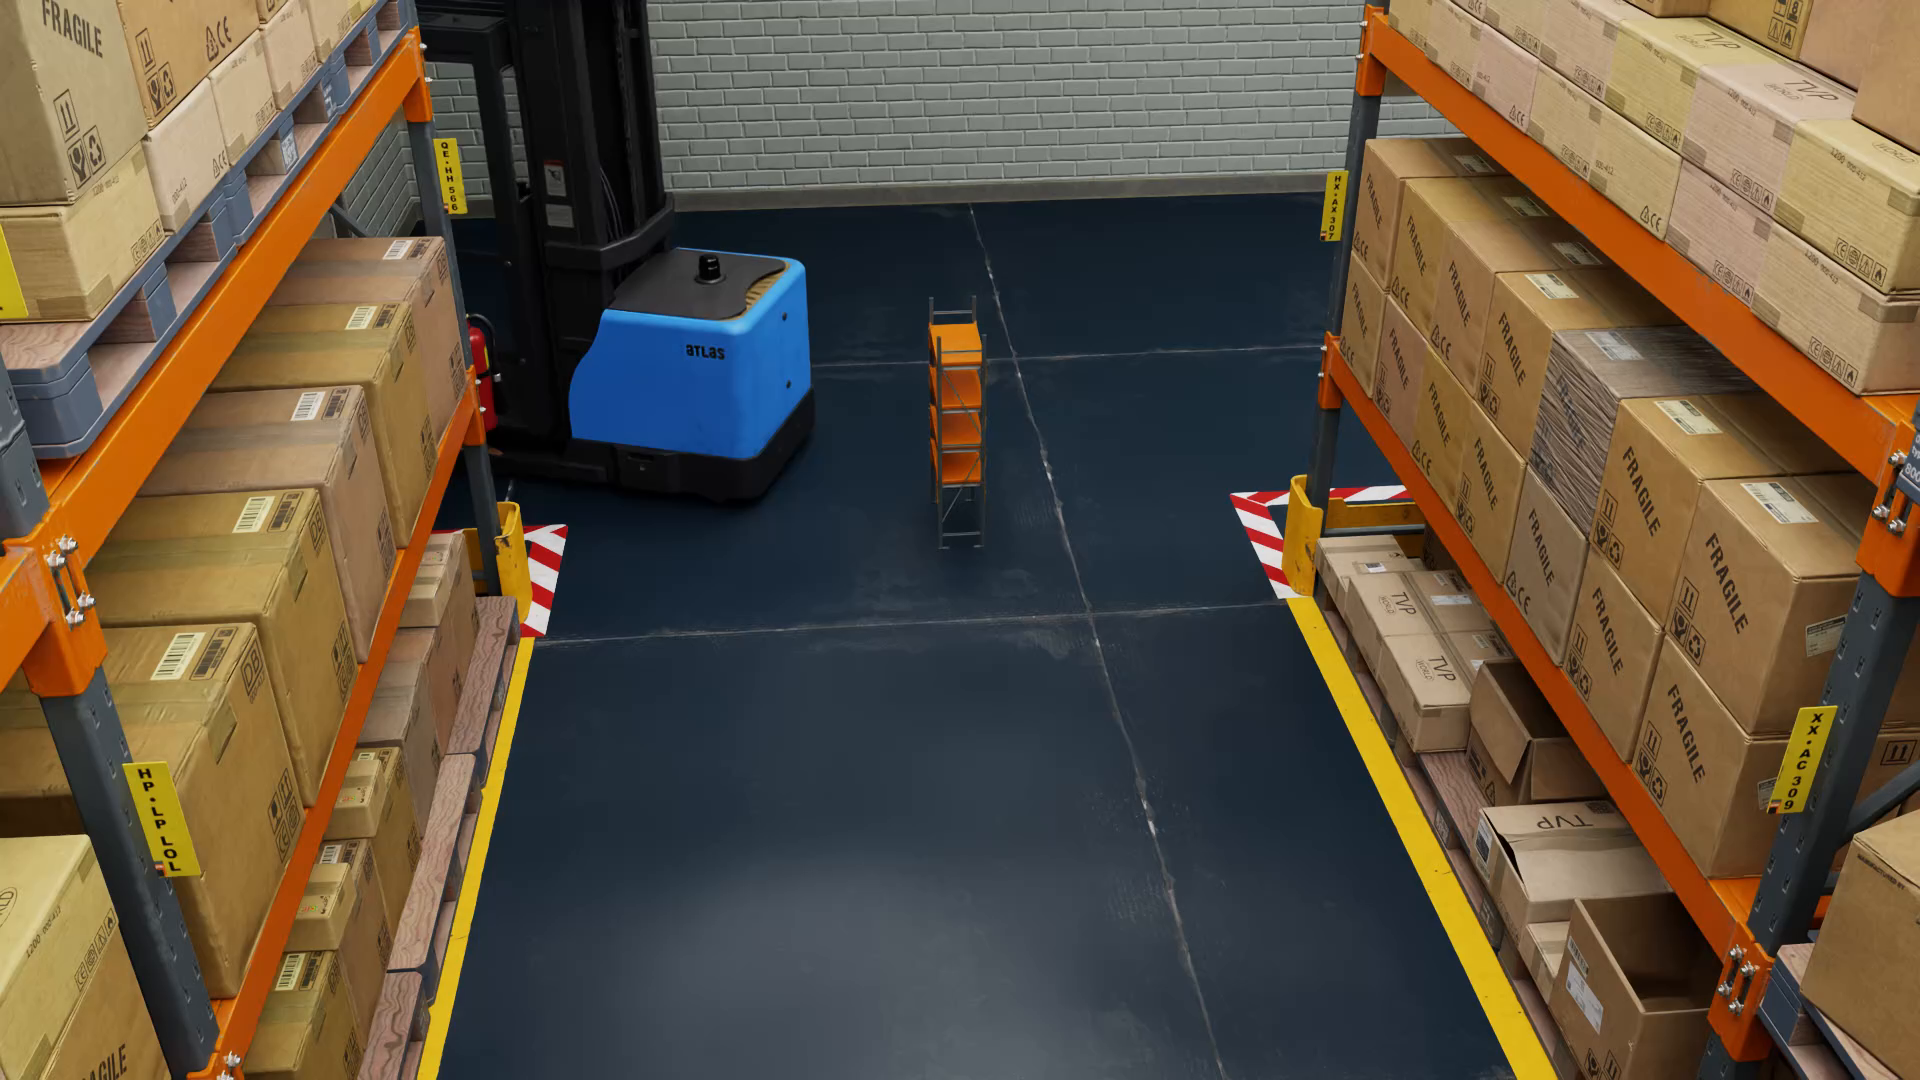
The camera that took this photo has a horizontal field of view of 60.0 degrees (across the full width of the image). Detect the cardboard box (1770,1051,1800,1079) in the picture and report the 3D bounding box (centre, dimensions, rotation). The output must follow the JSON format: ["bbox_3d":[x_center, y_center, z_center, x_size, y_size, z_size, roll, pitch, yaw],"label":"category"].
[{"bbox_3d":[2.781,1.624,5.299,0.500,0.311,0.500,-3,31,-5],"label":"cardboard box"}]

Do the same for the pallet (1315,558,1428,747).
[{"bbox_3d":[2.313,0.484,7.734,1.003,0.211,1.213,-3,31,-5],"label":"pallet"}]

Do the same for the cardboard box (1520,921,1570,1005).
[{"bbox_3d":[2.174,1.452,5.745,0.380,0.149,0.250,-3,31,-5],"label":"cardboard box"}]

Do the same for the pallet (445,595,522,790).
[{"bbox_3d":[-2.548,0.682,7.403,1.003,0.211,1.213,-3,31,-5],"label":"pallet"}]

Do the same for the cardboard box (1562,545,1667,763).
[{"bbox_3d":[2.253,0.334,5.168,0.500,0.500,0.500,-2,31,-3],"label":"cardboard box"}]

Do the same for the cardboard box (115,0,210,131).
[{"bbox_3d":[-2.169,-1.286,3.960,0.500,0.500,0.500,-3,31,-6],"label":"cardboard box"}]

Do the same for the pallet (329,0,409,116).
[{"bbox_3d":[-2.621,-1.791,5.985,1.003,0.211,1.213,-3,31,-5],"label":"pallet"}]

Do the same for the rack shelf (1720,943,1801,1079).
[{"bbox_3d":[2.791,2.213,2.822,1.077,0.370,4.000,-3,31,-5],"label":"rack shelf"}]

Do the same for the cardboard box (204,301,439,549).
[{"bbox_3d":[-2.564,-0.418,6.232,0.980,0.700,0.700,-3,31,-5],"label":"cardboard box"}]

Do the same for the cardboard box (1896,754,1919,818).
[{"bbox_3d":[2.828,0.567,4.779,0.500,0.500,0.500,-2,31,-3],"label":"cardboard box"}]

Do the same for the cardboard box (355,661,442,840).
[{"bbox_3d":[-2.442,0.838,6.451,0.700,0.500,0.500,-4,31,-6],"label":"cardboard box"}]

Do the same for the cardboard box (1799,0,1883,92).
[{"bbox_3d":[2.615,-1.386,4.147,0.700,0.500,0.500,-3,31,-5],"label":"cardboard box"}]

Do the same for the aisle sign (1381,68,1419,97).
[{"bbox_3d":[1.932,-2.296,7.134,0.394,0.787,0.004,-3,31,-5],"label":"aisle sign"}]

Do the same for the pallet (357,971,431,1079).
[{"bbox_3d":[-2.320,1.927,5.317,1.003,0.211,1.213,-3,31,-5],"label":"pallet"}]

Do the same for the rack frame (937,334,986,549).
[{"bbox_3d":[0.007,-0.475,8.375,0.240,1.200,0.015,-3,31,-5],"label":"rack frame"}]

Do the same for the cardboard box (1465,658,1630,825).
[{"bbox_3d":[2.424,0.807,6.479,0.797,0.503,0.637,-3,31,-5],"label":"cardboard box"}]

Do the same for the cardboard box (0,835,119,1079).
[{"bbox_3d":[-2.029,0.847,3.268,0.500,0.250,0.500,-2,31,-3],"label":"cardboard box"}]

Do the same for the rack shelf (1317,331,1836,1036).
[{"bbox_3d":[2.418,0.171,6.241,1.077,0.370,4.000,-3,31,-5],"label":"rack shelf"}]

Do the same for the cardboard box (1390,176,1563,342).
[{"bbox_3d":[2.066,-1.126,6.637,0.500,0.500,0.500,-2,31,-4],"label":"cardboard box"}]

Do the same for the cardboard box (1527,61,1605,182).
[{"bbox_3d":[2.161,-1.342,5.293,0.500,0.250,0.500,-3,31,-5],"label":"cardboard box"}]

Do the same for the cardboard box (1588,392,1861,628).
[{"bbox_3d":[2.249,-0.096,4.914,0.500,0.500,0.500,-3,31,-6],"label":"cardboard box"}]

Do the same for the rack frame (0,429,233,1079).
[{"bbox_3d":[-2.327,1.122,3.946,1.000,3.000,0.127,-3,31,-5],"label":"rack frame"}]

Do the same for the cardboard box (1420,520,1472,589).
[{"bbox_3d":[2.527,-0.009,7.849,0.500,0.500,0.500,-3,31,-5],"label":"cardboard box"}]

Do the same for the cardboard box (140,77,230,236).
[{"bbox_3d":[-2.163,-0.951,4.131,0.500,0.250,0.500,-3,31,-6],"label":"cardboard box"}]

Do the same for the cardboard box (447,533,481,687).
[{"bbox_3d":[-2.536,0.325,7.308,0.700,0.500,0.500,-3,31,-5],"label":"cardboard box"}]

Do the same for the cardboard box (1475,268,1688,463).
[{"bbox_3d":[2.156,-0.611,5.775,0.500,0.500,0.500,-3,31,-5],"label":"cardboard box"}]

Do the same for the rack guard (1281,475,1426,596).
[{"bbox_3d":[2.238,-0.047,8.342,1.175,0.500,0.348,-3,31,-5],"label":"rack guard"}]

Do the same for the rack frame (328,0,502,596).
[{"bbox_3d":[-2.701,-0.920,7.365,1.000,3.000,0.127,-3,31,-5],"label":"rack frame"}]

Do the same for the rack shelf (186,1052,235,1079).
[{"bbox_3d":[-2.140,2.452,2.421,1.077,0.370,4.000,-3,31,-5],"label":"rack shelf"}]

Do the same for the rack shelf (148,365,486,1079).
[{"bbox_3d":[-2.514,0.410,5.840,1.077,0.370,4.000,-3,31,-5],"label":"rack shelf"}]

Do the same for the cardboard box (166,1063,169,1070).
[{"bbox_3d":[-2.479,1.433,4.821,0.380,0.149,0.250,-3,31,-5],"label":"cardboard box"}]

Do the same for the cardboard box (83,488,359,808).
[{"bbox_3d":[-2.424,0.343,4.959,0.980,0.700,0.700,-4,31,-6],"label":"cardboard box"}]

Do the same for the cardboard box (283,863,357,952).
[{"bbox_3d":[-2.145,1.166,5.268,0.380,0.149,0.250,-2,31,-3],"label":"cardboard box"}]

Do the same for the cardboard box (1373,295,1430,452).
[{"bbox_3d":[2.063,-0.700,6.899,0.500,0.500,0.500,-3,31,-5],"label":"cardboard box"}]

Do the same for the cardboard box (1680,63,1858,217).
[{"bbox_3d":[2.245,-1.046,4.309,0.500,0.250,0.500,-3,31,-5],"label":"cardboard box"}]

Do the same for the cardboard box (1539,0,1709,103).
[{"bbox_3d":[2.155,-1.556,5.164,0.500,0.250,0.500,-3,31,-5],"label":"cardboard box"}]

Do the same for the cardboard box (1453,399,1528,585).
[{"bbox_3d":[2.152,-0.188,6.042,0.500,0.500,0.500,-2,31,-4],"label":"cardboard box"}]

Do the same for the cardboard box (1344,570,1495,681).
[{"bbox_3d":[2.046,0.379,7.443,0.500,0.250,0.500,-3,31,-5],"label":"cardboard box"}]

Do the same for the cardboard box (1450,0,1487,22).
[{"bbox_3d":[2.059,-2.067,6.019,0.500,0.250,0.500,-3,31,-5],"label":"cardboard box"}]

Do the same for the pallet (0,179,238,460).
[{"bbox_3d":[-2.393,-0.546,3.900,1.003,0.211,1.213,-3,31,-5],"label":"pallet"}]

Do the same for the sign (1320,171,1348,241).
[{"bbox_3d":[1.690,-1.505,7.500,0.100,0.325,0.005,-3,31,-5],"label":"sign"}]

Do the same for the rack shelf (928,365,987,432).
[{"bbox_3d":[-0.015,-0.734,8.504,0.258,0.148,0.480,-3,31,-5],"label":"rack shelf"}]

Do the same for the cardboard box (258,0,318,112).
[{"bbox_3d":[-2.265,-1.474,5.007,0.500,0.250,0.500,-4,31,-6],"label":"cardboard box"}]

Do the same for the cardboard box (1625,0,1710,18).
[{"bbox_3d":[2.364,-1.888,4.989,0.700,0.500,0.500,-3,31,-5],"label":"cardboard box"}]

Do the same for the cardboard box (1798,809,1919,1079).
[{"bbox_3d":[2.426,0.912,3.790,0.700,0.500,0.500,-13,33,-21],"label":"cardboard box"}]

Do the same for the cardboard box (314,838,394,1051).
[{"bbox_3d":[-2.339,1.372,5.557,0.700,0.500,0.500,-3,31,-5],"label":"cardboard box"}]

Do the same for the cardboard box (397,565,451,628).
[{"bbox_3d":[-2.318,0.234,6.828,0.380,0.149,0.250,-2,31,-3],"label":"cardboard box"}]

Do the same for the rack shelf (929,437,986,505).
[{"bbox_3d":[-0.015,-0.371,8.720,0.258,0.148,0.480,-3,31,-5],"label":"rack shelf"}]

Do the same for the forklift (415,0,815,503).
[{"bbox_3d":[-2.424,-1.862,9.008,3.031,2.935,1.130,8,32,13],"label":"forklift"}]

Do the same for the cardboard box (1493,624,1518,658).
[{"bbox_3d":[2.586,0.585,7.099,0.500,0.250,0.500,-3,31,-5],"label":"cardboard box"}]

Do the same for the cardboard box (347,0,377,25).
[{"bbox_3d":[-2.368,-2.005,5.896,0.500,0.250,0.500,-2,31,-3],"label":"cardboard box"}]

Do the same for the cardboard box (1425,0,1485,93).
[{"bbox_3d":[2.059,-1.852,6.147,0.500,0.250,0.500,-3,31,-5],"label":"cardboard box"}]

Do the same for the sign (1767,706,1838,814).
[{"bbox_3d":[2.065,0.541,4.075,0.100,0.325,0.005,-3,31,-5],"label":"sign"}]

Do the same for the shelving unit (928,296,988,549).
[{"bbox_3d":[-0.015,-0.600,8.584,0.258,1.200,0.503,-3,31,-5],"label":"shelving unit"}]

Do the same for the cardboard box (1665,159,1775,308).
[{"bbox_3d":[2.258,-0.832,4.438,0.500,0.250,0.500,-3,31,-5],"label":"cardboard box"}]

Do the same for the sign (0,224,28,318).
[{"bbox_3d":[-1.788,-0.554,3.015,0.100,0.325,0.005,-3,31,-5],"label":"sign"}]

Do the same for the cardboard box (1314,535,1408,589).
[{"bbox_3d":[1.928,0.106,7.998,0.380,0.149,0.250,-3,31,-5],"label":"cardboard box"}]

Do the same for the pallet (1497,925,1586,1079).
[{"bbox_3d":[2.541,1.729,5.649,1.003,0.211,1.213,-3,31,-5],"label":"pallet"}]

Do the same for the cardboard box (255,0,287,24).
[{"bbox_3d":[-2.268,-1.806,4.831,0.500,0.500,0.500,-4,31,-7],"label":"cardboard box"}]
